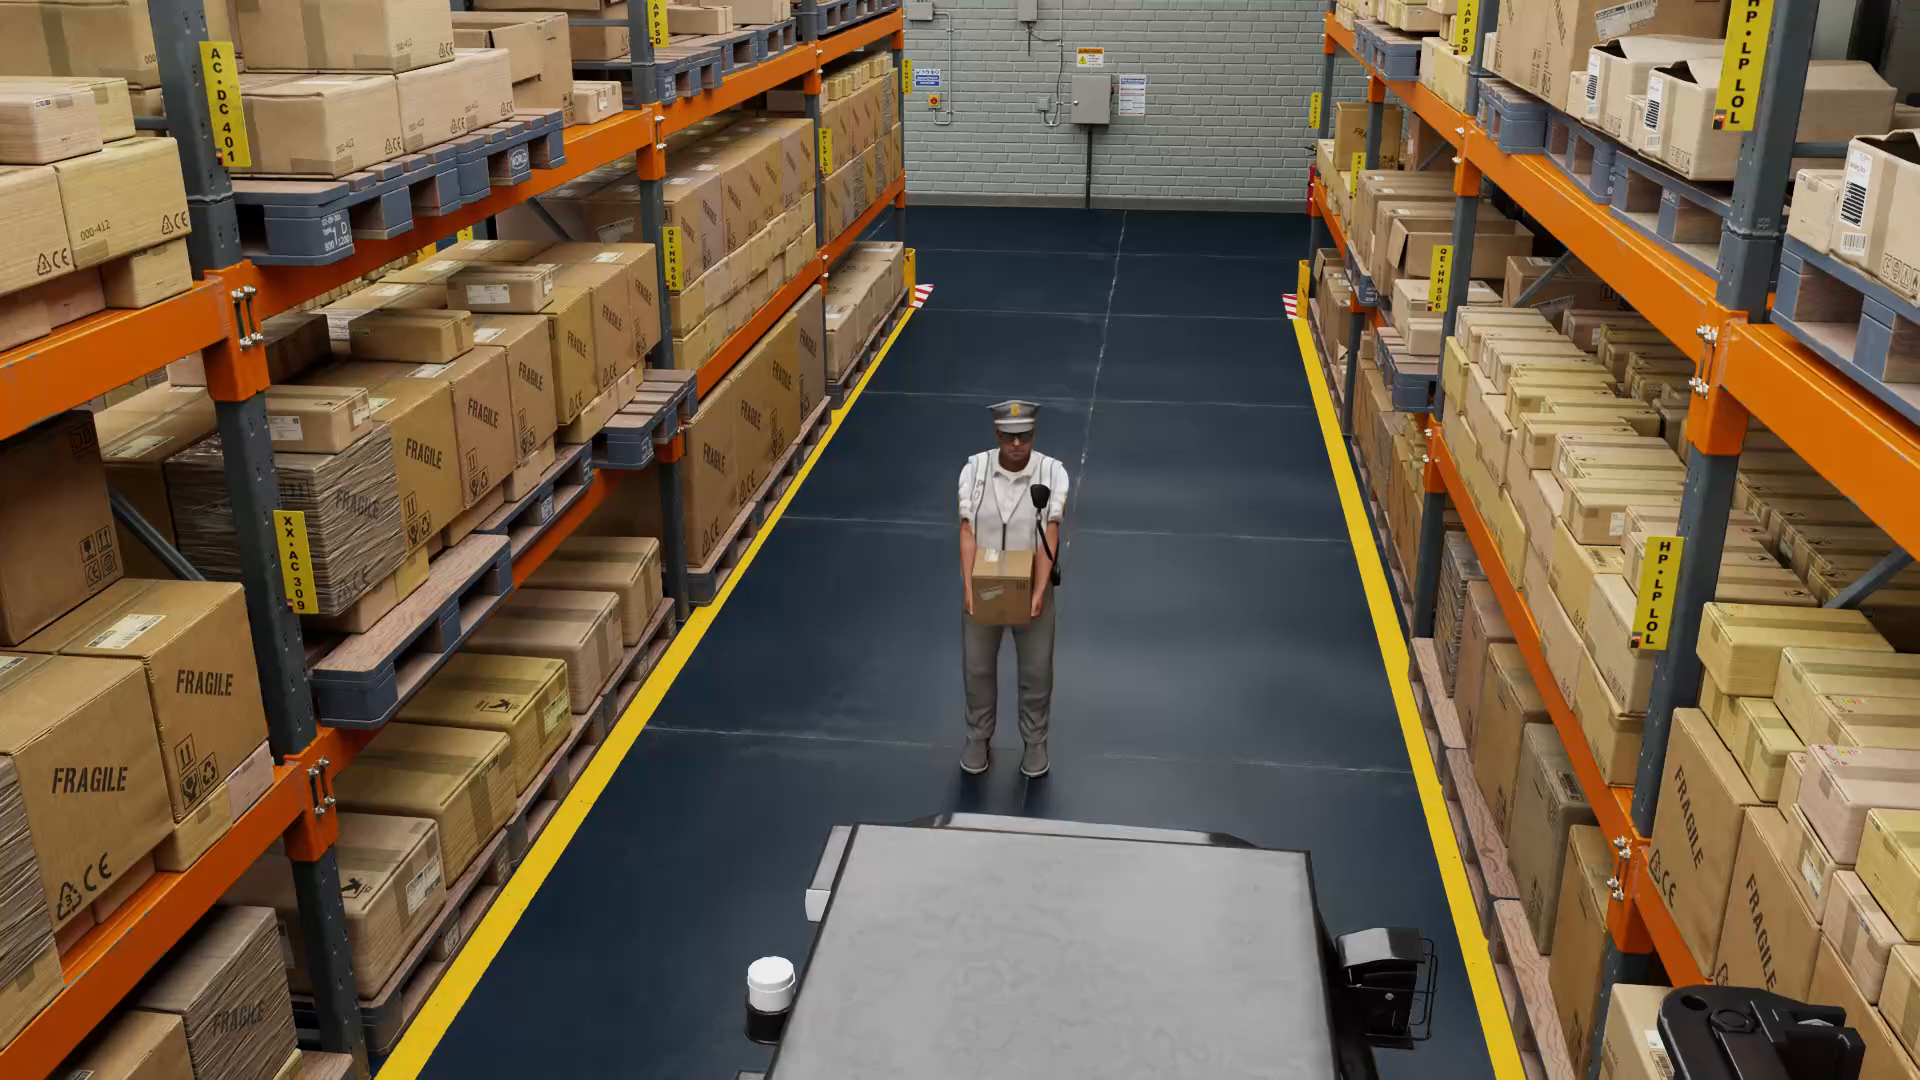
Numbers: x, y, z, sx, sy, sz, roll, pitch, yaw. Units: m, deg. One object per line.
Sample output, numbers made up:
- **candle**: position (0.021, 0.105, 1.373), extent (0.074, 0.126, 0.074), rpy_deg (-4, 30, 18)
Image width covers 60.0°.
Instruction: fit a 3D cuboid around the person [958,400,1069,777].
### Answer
- **person**: position (0.228, 0.230, 7.460), extent (0.490, 1.771, 0.567), rpy_deg (2, 21, 6)
